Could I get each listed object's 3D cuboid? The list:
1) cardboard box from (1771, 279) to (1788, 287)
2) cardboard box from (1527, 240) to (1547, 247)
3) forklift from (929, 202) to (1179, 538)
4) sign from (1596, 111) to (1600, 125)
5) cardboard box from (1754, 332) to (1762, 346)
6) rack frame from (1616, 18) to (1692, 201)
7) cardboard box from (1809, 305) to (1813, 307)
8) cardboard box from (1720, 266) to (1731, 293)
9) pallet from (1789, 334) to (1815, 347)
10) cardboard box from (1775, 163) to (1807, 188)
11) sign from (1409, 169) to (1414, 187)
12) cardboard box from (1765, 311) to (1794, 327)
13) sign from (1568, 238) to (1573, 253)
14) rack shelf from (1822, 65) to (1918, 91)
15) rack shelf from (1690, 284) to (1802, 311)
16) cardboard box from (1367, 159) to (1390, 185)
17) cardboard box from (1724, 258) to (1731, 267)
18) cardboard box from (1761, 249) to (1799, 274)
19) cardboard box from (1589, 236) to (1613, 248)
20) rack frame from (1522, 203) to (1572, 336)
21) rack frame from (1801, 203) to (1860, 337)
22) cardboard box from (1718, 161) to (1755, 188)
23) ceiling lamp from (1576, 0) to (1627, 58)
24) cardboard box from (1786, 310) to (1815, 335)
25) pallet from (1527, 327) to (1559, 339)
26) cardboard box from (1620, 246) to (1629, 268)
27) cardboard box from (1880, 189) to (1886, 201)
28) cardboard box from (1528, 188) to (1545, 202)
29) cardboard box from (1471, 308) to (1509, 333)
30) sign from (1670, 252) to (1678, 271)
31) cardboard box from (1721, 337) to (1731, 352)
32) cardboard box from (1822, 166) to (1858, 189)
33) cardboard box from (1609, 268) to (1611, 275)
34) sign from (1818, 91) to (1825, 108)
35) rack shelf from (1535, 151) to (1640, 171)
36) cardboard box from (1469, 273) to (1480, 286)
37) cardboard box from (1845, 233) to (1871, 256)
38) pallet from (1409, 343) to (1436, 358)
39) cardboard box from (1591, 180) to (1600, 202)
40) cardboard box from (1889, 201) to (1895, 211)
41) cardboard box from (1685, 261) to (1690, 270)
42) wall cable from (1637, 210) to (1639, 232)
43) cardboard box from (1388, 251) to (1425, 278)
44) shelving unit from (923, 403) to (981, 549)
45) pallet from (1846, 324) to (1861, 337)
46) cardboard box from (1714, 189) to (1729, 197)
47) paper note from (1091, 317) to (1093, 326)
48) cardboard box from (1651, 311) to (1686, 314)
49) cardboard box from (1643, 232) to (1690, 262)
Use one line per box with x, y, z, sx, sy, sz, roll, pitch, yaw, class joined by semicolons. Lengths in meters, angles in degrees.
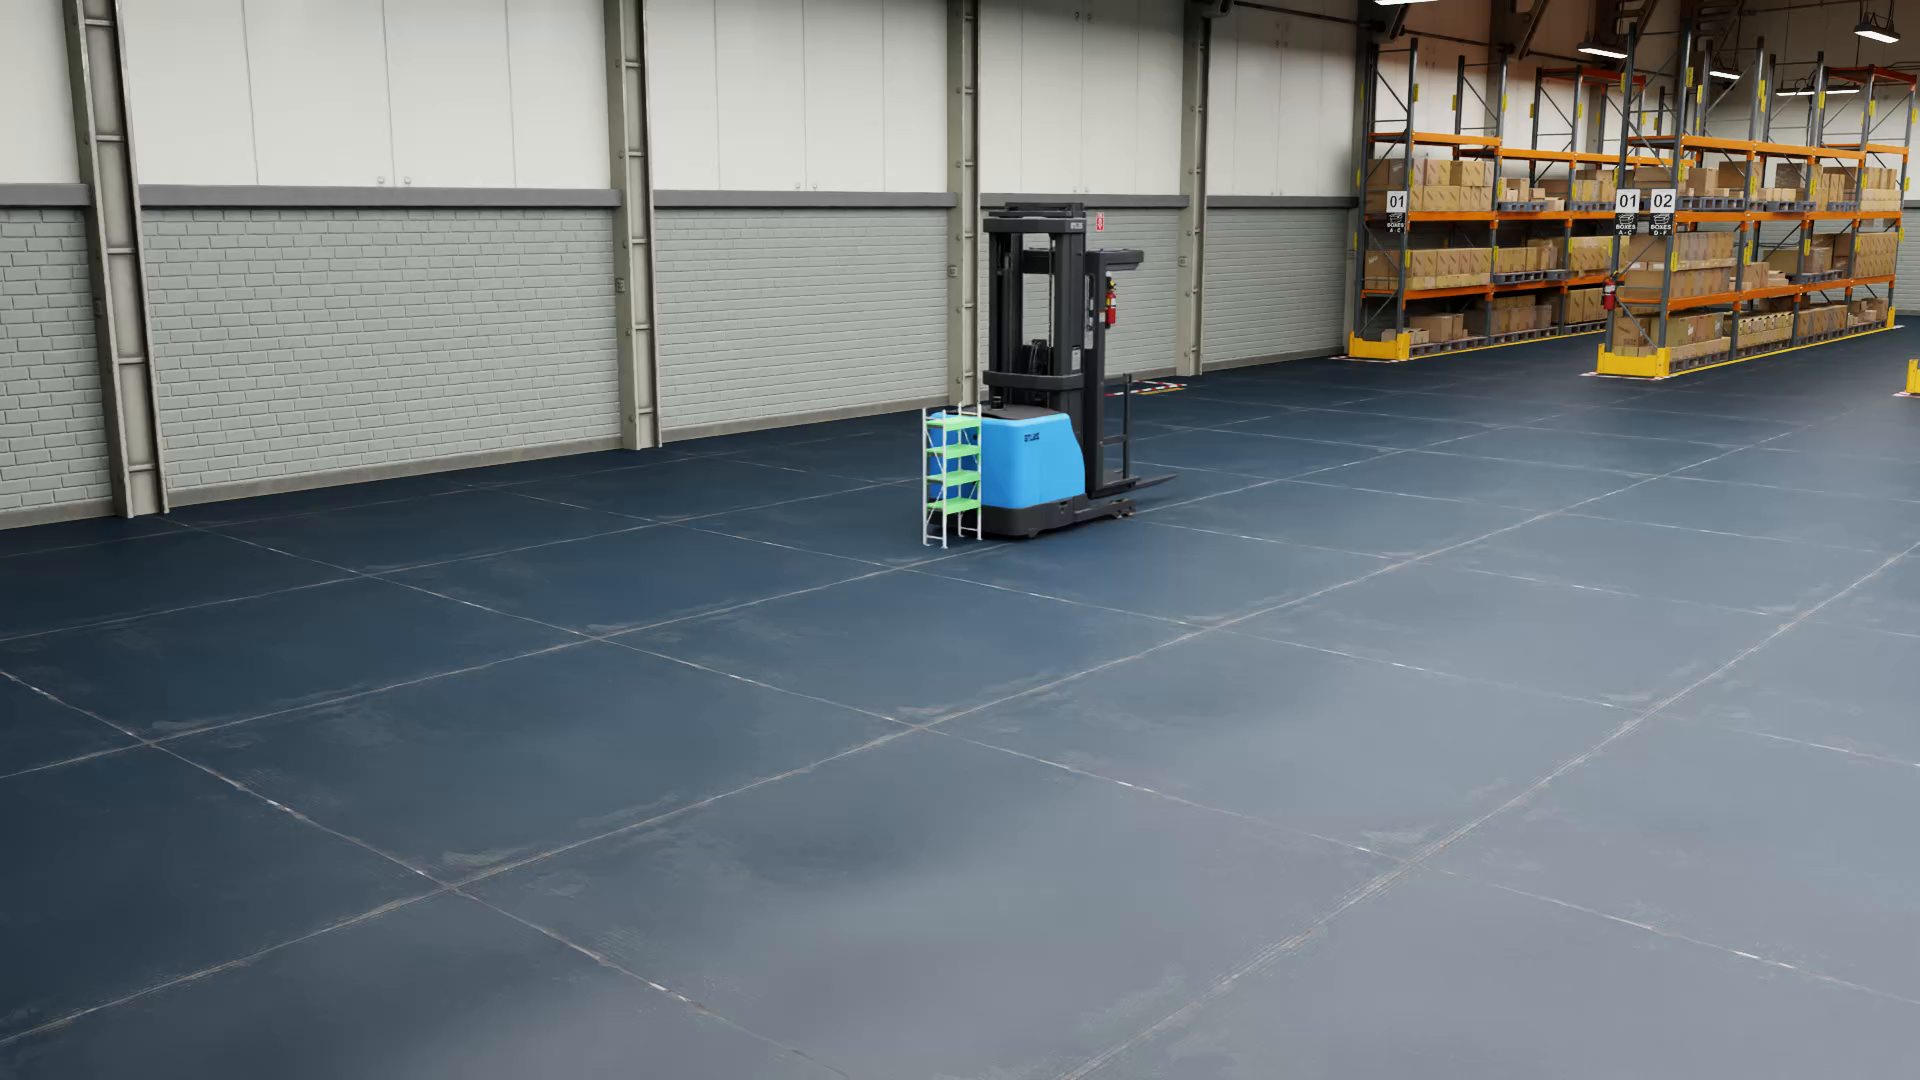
16.782;-5.289;34.173;0.380;0.149;0.250;10;15;40;cardboard box
13.038;-6.699;37.557;0.380;0.149;0.250;7;13;31;cardboard box
1.025;-1.690;15.689;1.130;2.935;3.031;9;14;38;forklift
15.684;-10.361;40.822;0.100;0.325;0.005;10;15;40;sign
15.658;-4.028;33.167;0.500;0.250;0.500;9;15;39;cardboard box
11.887;-7.345;28.509;1.000;3.000;0.127;10;15;40;rack frame
18.962;-5.039;37.539;0.500;0.500;0.500;10;15;41;cardboard box
14.239;-4.974;31.702;0.700;0.500;0.500;9;15;39;cardboard box
17.689;-4.317;35.788;1.003;0.211;1.213;10;15;40;pallet
17.461;-7.653;34.905;0.500;0.500;0.500;10;15;40;cardboard box
8.571;-6.872;31.570;0.100;0.325;0.005;10;15;40;sign
17.007;-4.603;34.617;0.500;0.311;0.500;10;15;42;cardboard box
13.858;-6.680;37.743;0.100;0.325;0.005;10;15;40;sign
21.128;-10.681;38.566;1.077;0.370;4.000;10;15;40;rack shelf
15.848;-4.933;33.587;1.077;0.370;4.000;10;15;40;rack shelf
8.252;-7.160;32.384;0.500;0.500;0.500;11;15;43;cardboard box
14.344;-5.255;31.450;0.380;0.149;0.250;9;15;39;cardboard box
17.499;-5.942;35.475;0.700;0.500;0.500;4;12;21;cardboard box
15.287;-7.130;39.770;0.500;0.250;0.500;10;15;41;cardboard box
13.444;-6.220;38.193;1.000;3.000;0.127;10;15;40;rack frame
19.808;-6.168;37.936;1.000;3.000;0.127;10;15;40;rack frame
14.964;-7.048;32.078;0.500;0.500;0.500;10;15;41;cardboard box
12.823;-11.053;32.172;0.800;3.185;2.000;10;15;40;ceiling lamp
18.024;-4.678;35.731;0.500;0.500;0.500;9;14;38;cardboard box
12.927;-4.738;37.892;1.003;0.211;1.213;10;15;40;pallet
15.969;-6.912;40.596;0.500;0.500;0.500;9;15;39;cardboard box
21.313;-8.070;38.904;0.500;0.250;0.500;10;15;40;cardboard box
12.519;-7.572;36.992;0.637;0.503;0.797;-10;15;-40;cardboard box
11.581;-4.814;36.415;0.700;0.500;0.500;9;15;39;cardboard box
12.300;-4.794;28.640;0.100;0.325;0.005;10;15;40;sign
14.385;-3.752;31.788;0.500;0.250;0.500;10;15;40;cardboard box
20.101;-8.255;37.917;0.700;0.500;0.500;10;15;40;cardboard box
15.590;-6.490;40.135;0.380;0.149;0.250;10;15;40;cardboard box
17.587;-8.986;33.938;0.100;0.325;0.005;10;15;40;sign
14.765;-8.907;39.188;1.077;0.370;4.000;10;15;40;rack shelf
10.384;-5.386;34.353;0.500;0.250;0.500;10;15;41;cardboard box
20.671;-6.817;38.373;0.500;0.500;0.500;9;15;39;cardboard box
8.776;-3.801;33.205;1.003;0.211;1.213;10;15;40;pallet
14.724;-8.273;39.437;0.700;0.500;0.500;10;15;40;cardboard box
21.969;-7.972;39.693;0.500;0.250;0.500;10;15;40;cardboard box
12.814;-4.912;29.736;0.380;0.149;0.250;9;15;39;cardboard box
18.860;-8.206;45.542;0.084;1.984;1.851;10;15;40;wall cable
8.704;-5.378;32.397;0.500;0.500;0.500;10;15;40;cardboard box
-0.068;-0.566;14.481;0.258;1.200;0.503;9;14;38;shelving unit
20.262;-4.902;38.714;1.003;0.211;1.213;10;15;40;pallet
13.936;-6.401;30.653;0.380;0.149;0.250;10;15;40;cardboard box
2.186;-3.567;27.161;0.016;0.148;0.142;10;15;40;paper note
13.326;-4.042;31.322;0.500;0.500;0.500;10;15;40;cardboard box
12.583;-5.241;29.725;0.700;0.500;0.500;9;15;39;cardboard box
